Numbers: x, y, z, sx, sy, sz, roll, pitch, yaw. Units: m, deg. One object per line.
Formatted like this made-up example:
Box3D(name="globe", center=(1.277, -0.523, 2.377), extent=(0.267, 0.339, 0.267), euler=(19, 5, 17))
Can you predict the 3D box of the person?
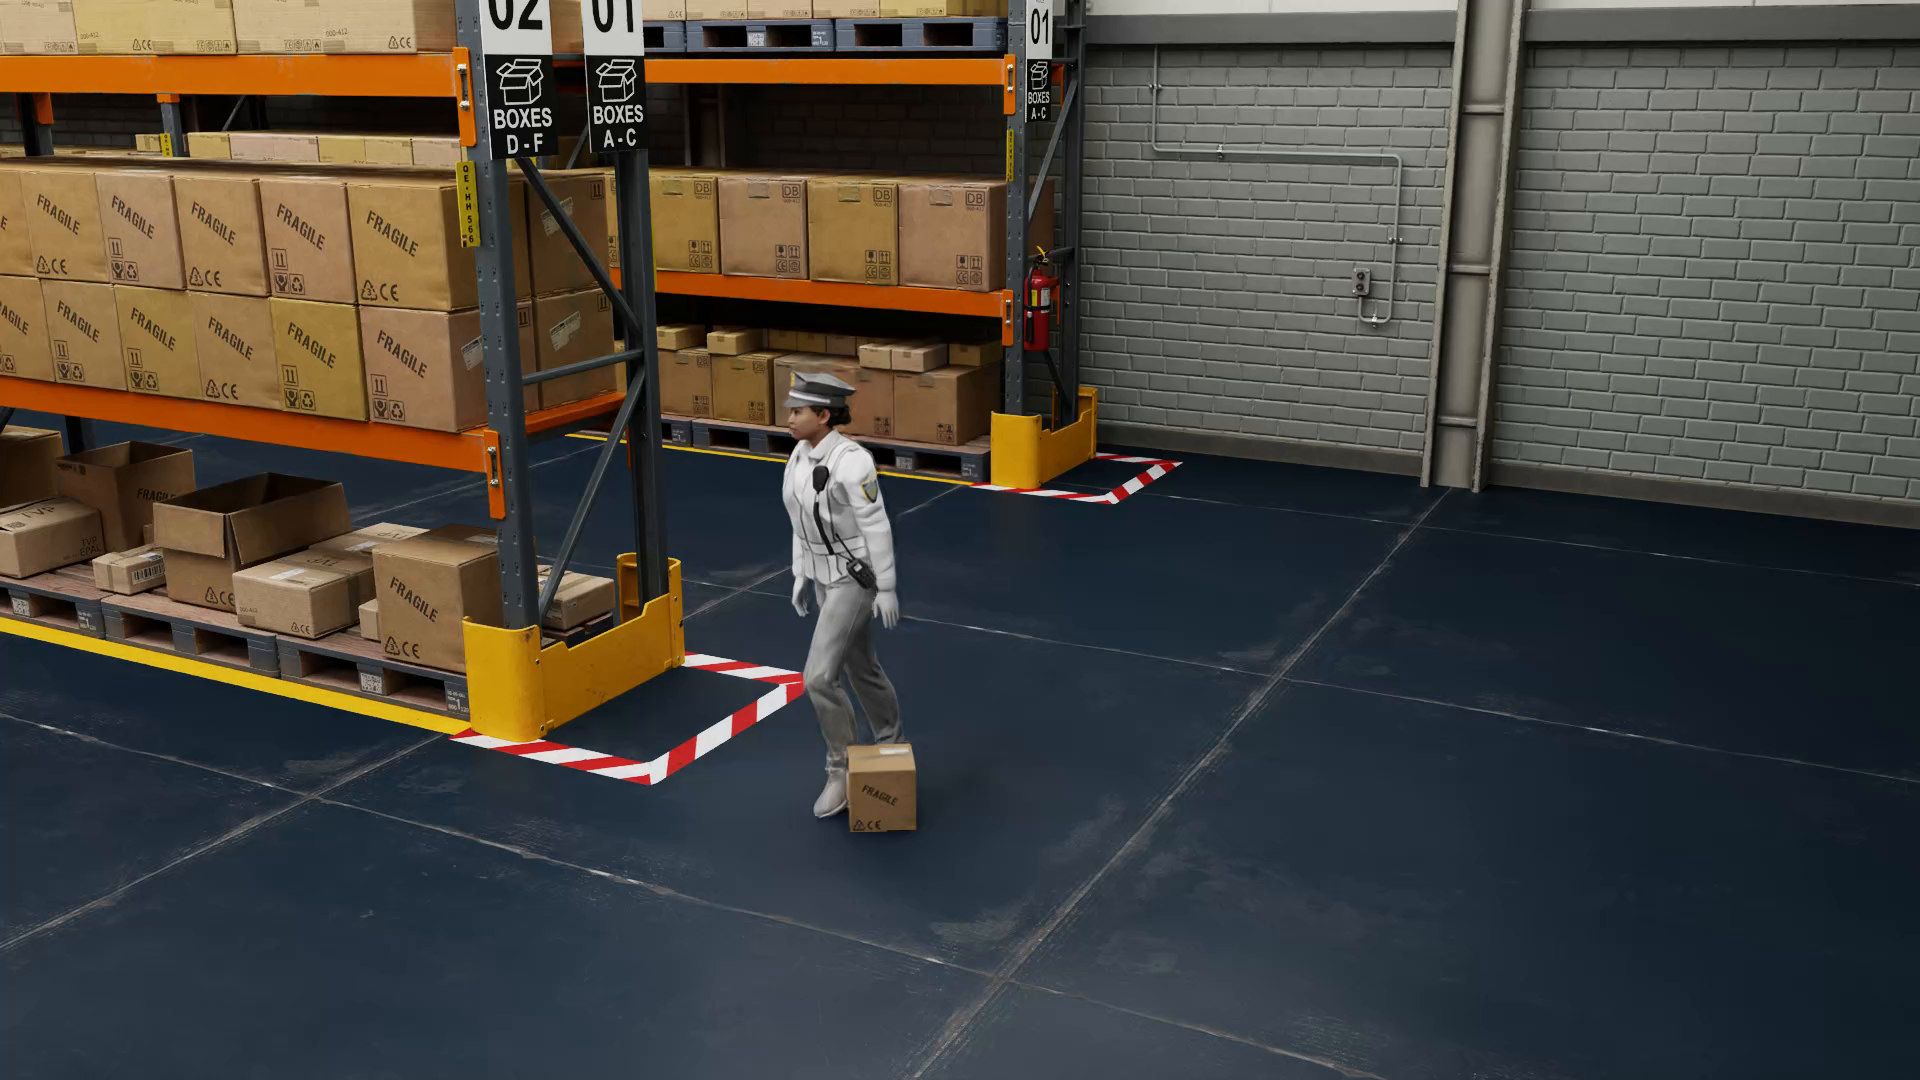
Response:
Box3D(name="person", center=(-0.431, 0.175, 6.399), extent=(0.521, 1.700, 0.512), euler=(-9, 18, -29))
